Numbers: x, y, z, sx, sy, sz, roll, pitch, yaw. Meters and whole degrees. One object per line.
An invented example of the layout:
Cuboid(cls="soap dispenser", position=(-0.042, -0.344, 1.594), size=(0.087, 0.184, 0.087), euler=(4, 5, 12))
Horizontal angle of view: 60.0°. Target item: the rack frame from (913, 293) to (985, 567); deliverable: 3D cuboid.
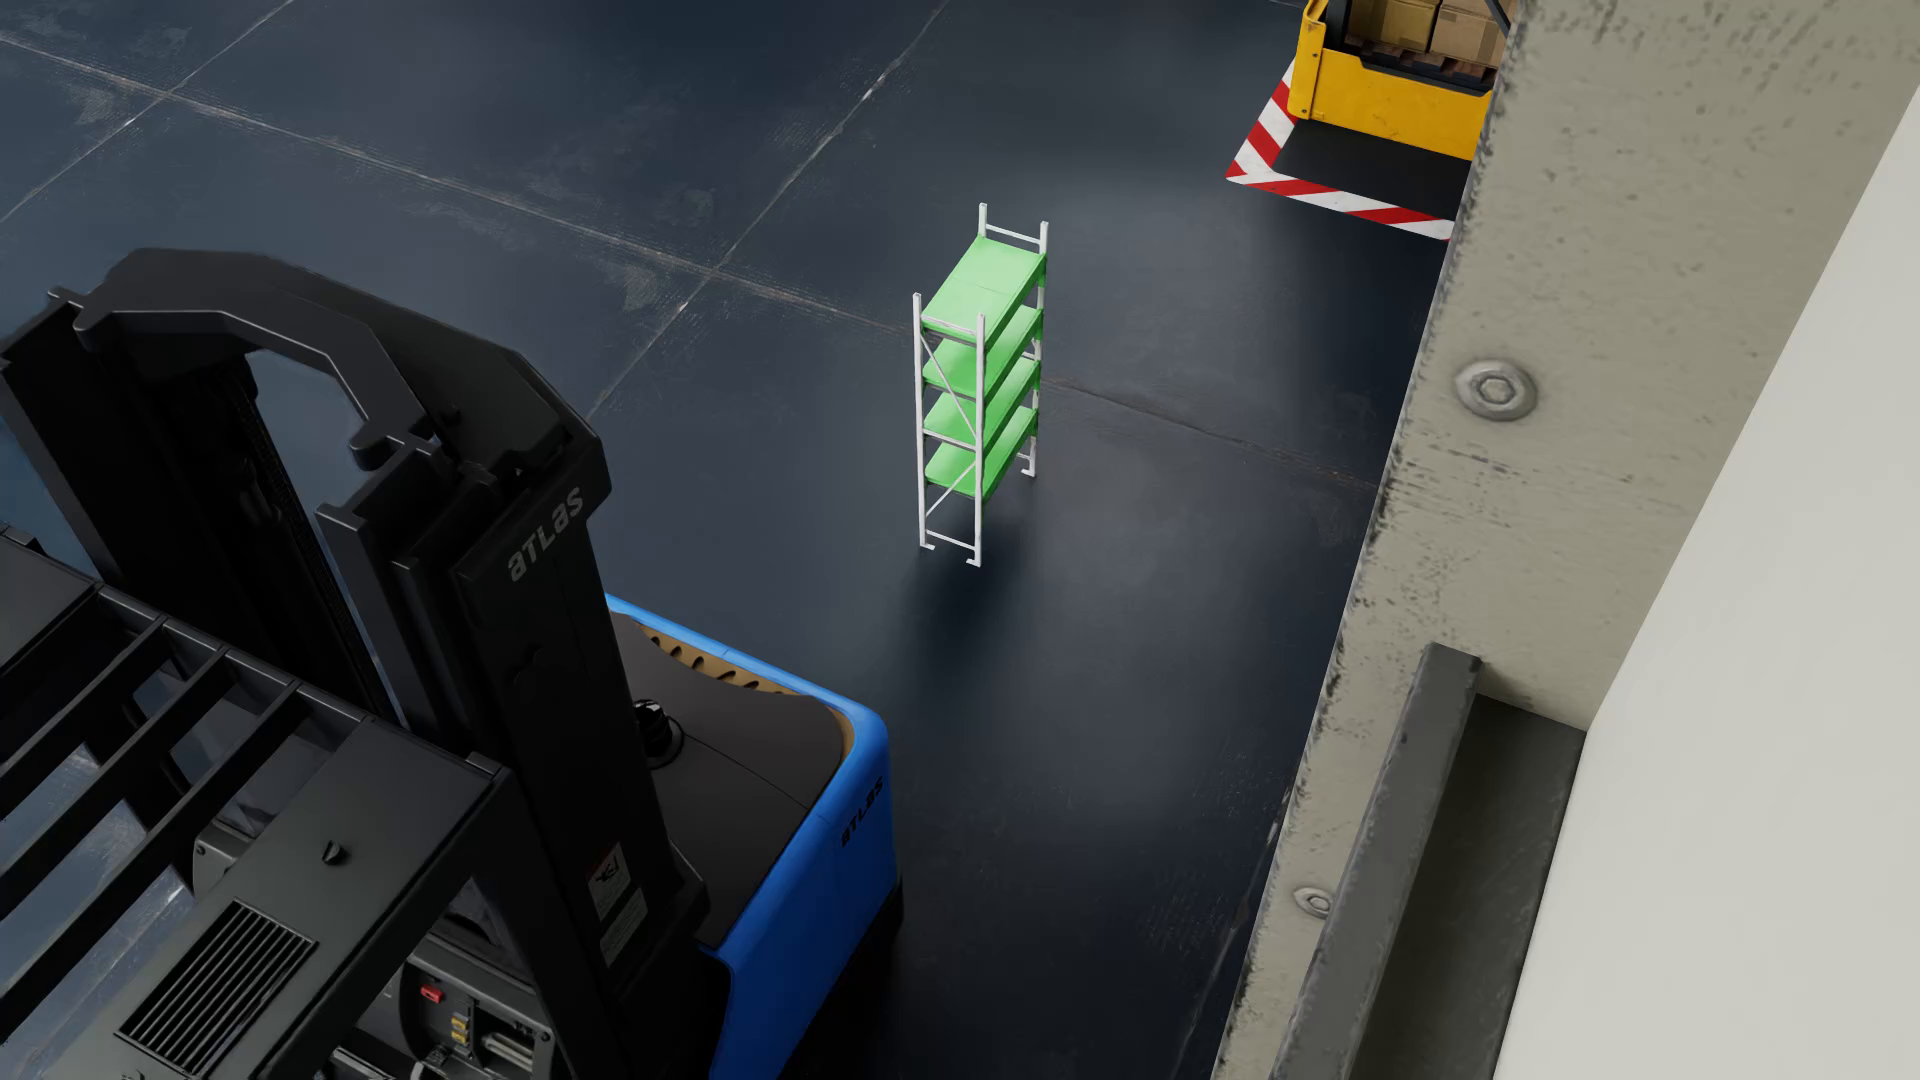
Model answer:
Cuboid(cls="rack frame", position=(-0.034, -0.335, 5.576), size=(0.240, 1.200, 0.015), euler=(20, 52, 16))

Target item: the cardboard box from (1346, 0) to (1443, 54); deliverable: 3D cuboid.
Cuboid(cls="cardboard box", position=(2.039, -2.585, 7.839), size=(0.500, 0.250, 0.500), euler=(20, 53, 16))

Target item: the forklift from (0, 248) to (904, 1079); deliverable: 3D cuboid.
Cuboid(cls="forklift", position=(-1.297, 1.030, 3.278), size=(1.130, 2.935, 3.031), euler=(22, 53, 17))

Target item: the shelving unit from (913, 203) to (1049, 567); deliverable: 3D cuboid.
Cuboid(cls="shelving unit", position=(0.071, -0.503, 5.719), size=(0.258, 1.200, 0.503), euler=(20, 52, 16))

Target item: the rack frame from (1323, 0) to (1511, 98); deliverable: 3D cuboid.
Cuboid(cls="rack frame", position=(2.123, -2.914, 6.589), size=(1.000, 3.000, 0.127), euler=(20, 52, 16))

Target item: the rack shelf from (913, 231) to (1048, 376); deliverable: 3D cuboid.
Cuboid(cls="rack shelf", position=(0.071, -0.772, 5.402), size=(0.258, 0.148, 0.480), euler=(20, 52, 16))

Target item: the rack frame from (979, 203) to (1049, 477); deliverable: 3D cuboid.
Cuboid(cls="rack frame", position=(0.175, -0.671, 5.862), size=(0.240, 1.200, 0.015), euler=(20, 52, 16))

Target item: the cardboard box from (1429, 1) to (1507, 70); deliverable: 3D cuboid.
Cuboid(cls="cardboard box", position=(2.510, -2.434, 7.710), size=(0.500, 0.250, 0.500), euler=(20, 52, 16))

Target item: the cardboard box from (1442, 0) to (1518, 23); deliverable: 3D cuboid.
Cuboid(cls="cardboard box", position=(2.512, -2.577, 7.504), size=(0.500, 0.250, 0.500), euler=(21, 53, 17))

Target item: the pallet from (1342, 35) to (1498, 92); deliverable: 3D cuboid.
Cuboid(cls="pallet", position=(2.412, -2.551, 8.111), size=(1.003, 0.211, 1.213), euler=(20, 52, 16))

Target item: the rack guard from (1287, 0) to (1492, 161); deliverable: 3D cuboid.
Cuboid(cls="rack guard", position=(2.113, -2.087, 7.527), size=(1.175, 0.500, 0.348), euler=(20, 52, 16))

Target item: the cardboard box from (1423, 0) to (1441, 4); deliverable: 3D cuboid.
Cuboid(cls="cardboard box", position=(2.049, -2.758, 7.658), size=(0.500, 0.250, 0.500), euler=(19, 52, 16))

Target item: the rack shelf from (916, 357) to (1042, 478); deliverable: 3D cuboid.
Cuboid(cls="rack shelf", position=(0.071, -0.461, 5.768), size=(0.258, 0.148, 0.480), euler=(20, 52, 16))

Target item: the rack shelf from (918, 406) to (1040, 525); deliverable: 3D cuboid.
Cuboid(cls="rack shelf", position=(0.071, -0.306, 5.951), size=(0.258, 0.148, 0.480), euler=(20, 52, 16))

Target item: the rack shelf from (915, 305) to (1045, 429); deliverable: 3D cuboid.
Cuboid(cls="rack shelf", position=(0.071, -0.617, 5.585), size=(0.258, 0.148, 0.480), euler=(20, 52, 16))
